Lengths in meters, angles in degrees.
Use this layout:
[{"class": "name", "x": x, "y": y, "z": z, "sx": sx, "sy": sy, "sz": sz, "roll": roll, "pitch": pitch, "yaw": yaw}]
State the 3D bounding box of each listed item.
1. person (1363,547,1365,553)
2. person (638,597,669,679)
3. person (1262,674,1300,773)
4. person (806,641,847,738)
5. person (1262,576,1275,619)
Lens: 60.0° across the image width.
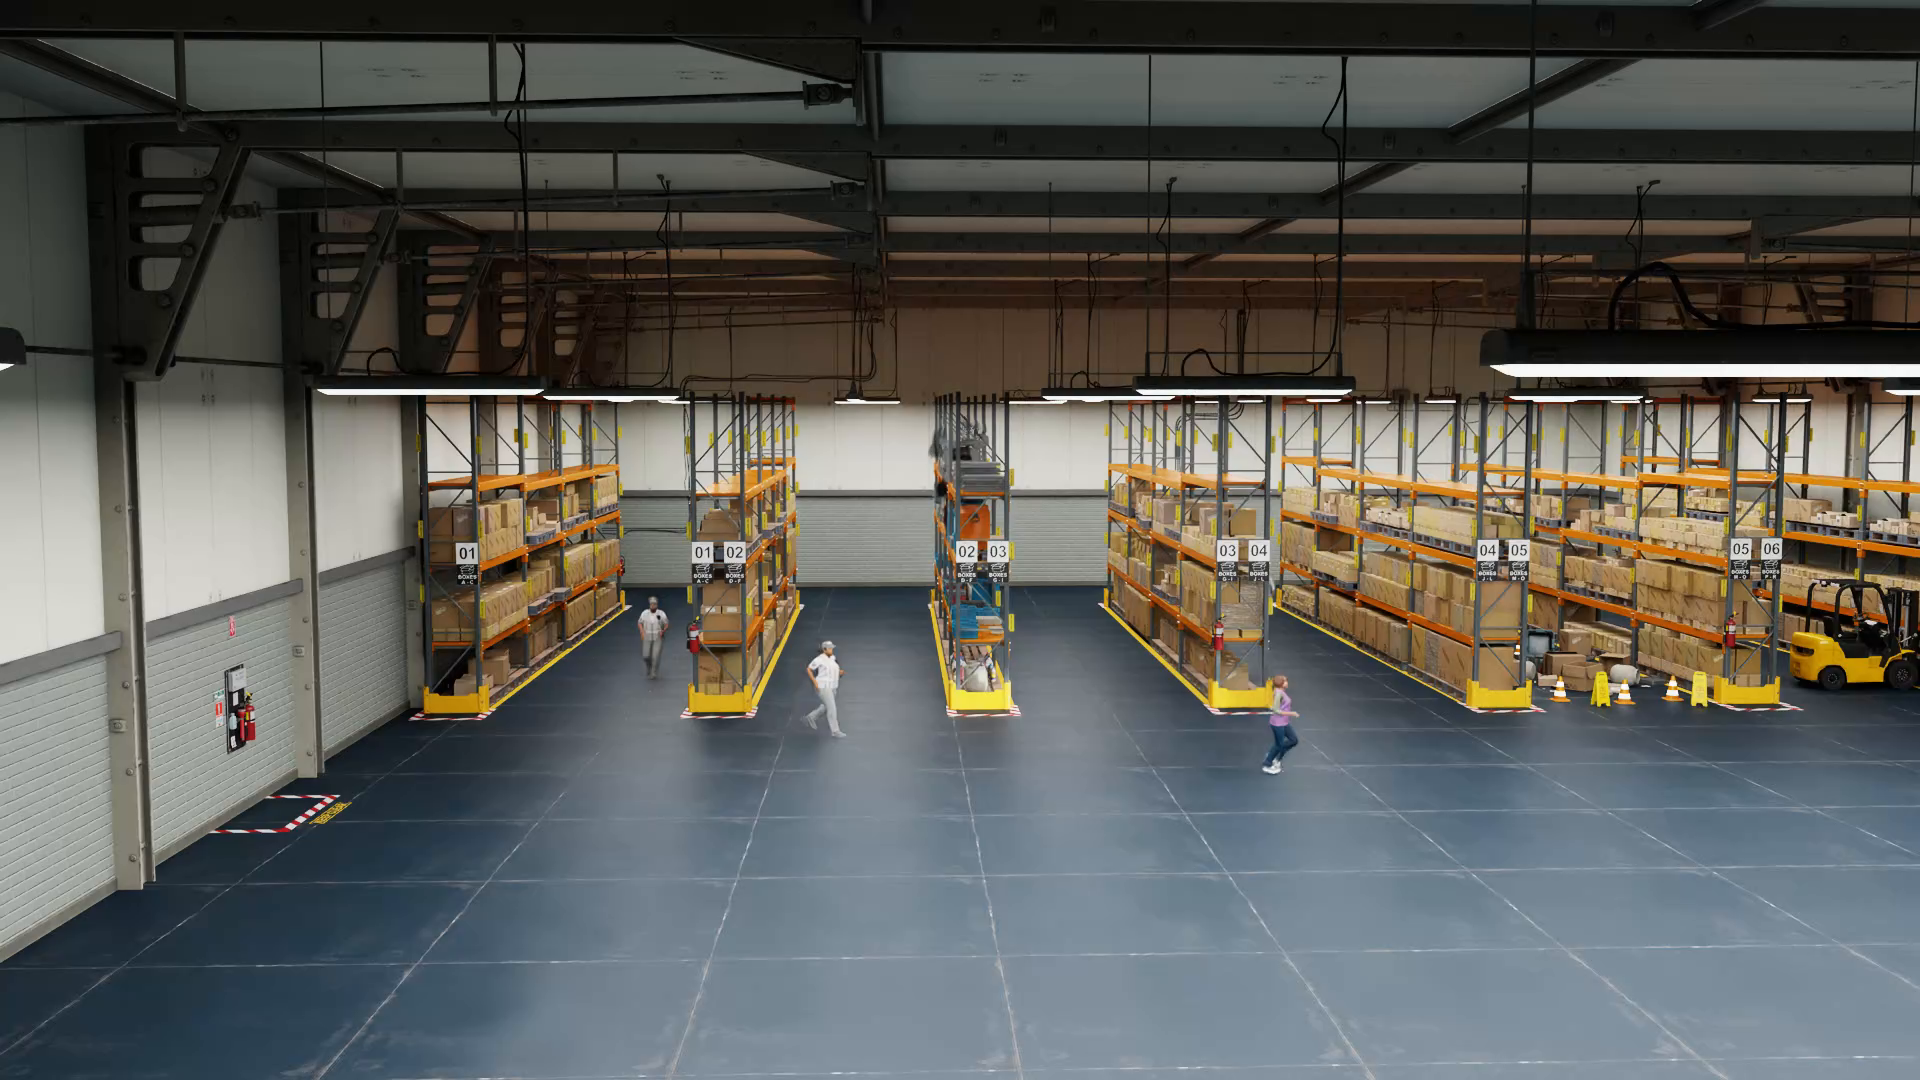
[{"class": "person", "x": 11.388, "y": 1.059, "z": 47.271, "sx": 0.663, "sy": 1.790, "sz": 0.905, "roll": -1, "pitch": 5, "yaw": -17}, {"class": "person", "x": -6.443, "y": 2.055, "z": 34.904, "sx": 0.639, "sy": 1.733, "sz": 0.592, "roll": 0, "pitch": 5, "yaw": -5}, {"class": "person", "x": 5.006, "y": 2.856, "z": 25.851, "sx": 0.605, "sy": 1.559, "sz": 0.509, "roll": 2, "pitch": 5, "yaw": 25}, {"class": "person", "x": -2.327, "y": 2.564, "z": 28.854, "sx": 0.897, "sy": 1.643, "sz": 0.607, "roll": 3, "pitch": 5, "yaw": 31}, {"class": "person", "x": 7.931, "y": 1.493, "z": 43.268, "sx": 0.541, "sy": 1.559, "sz": 0.549, "roll": 0, "pitch": 5, "yaw": 2}]
